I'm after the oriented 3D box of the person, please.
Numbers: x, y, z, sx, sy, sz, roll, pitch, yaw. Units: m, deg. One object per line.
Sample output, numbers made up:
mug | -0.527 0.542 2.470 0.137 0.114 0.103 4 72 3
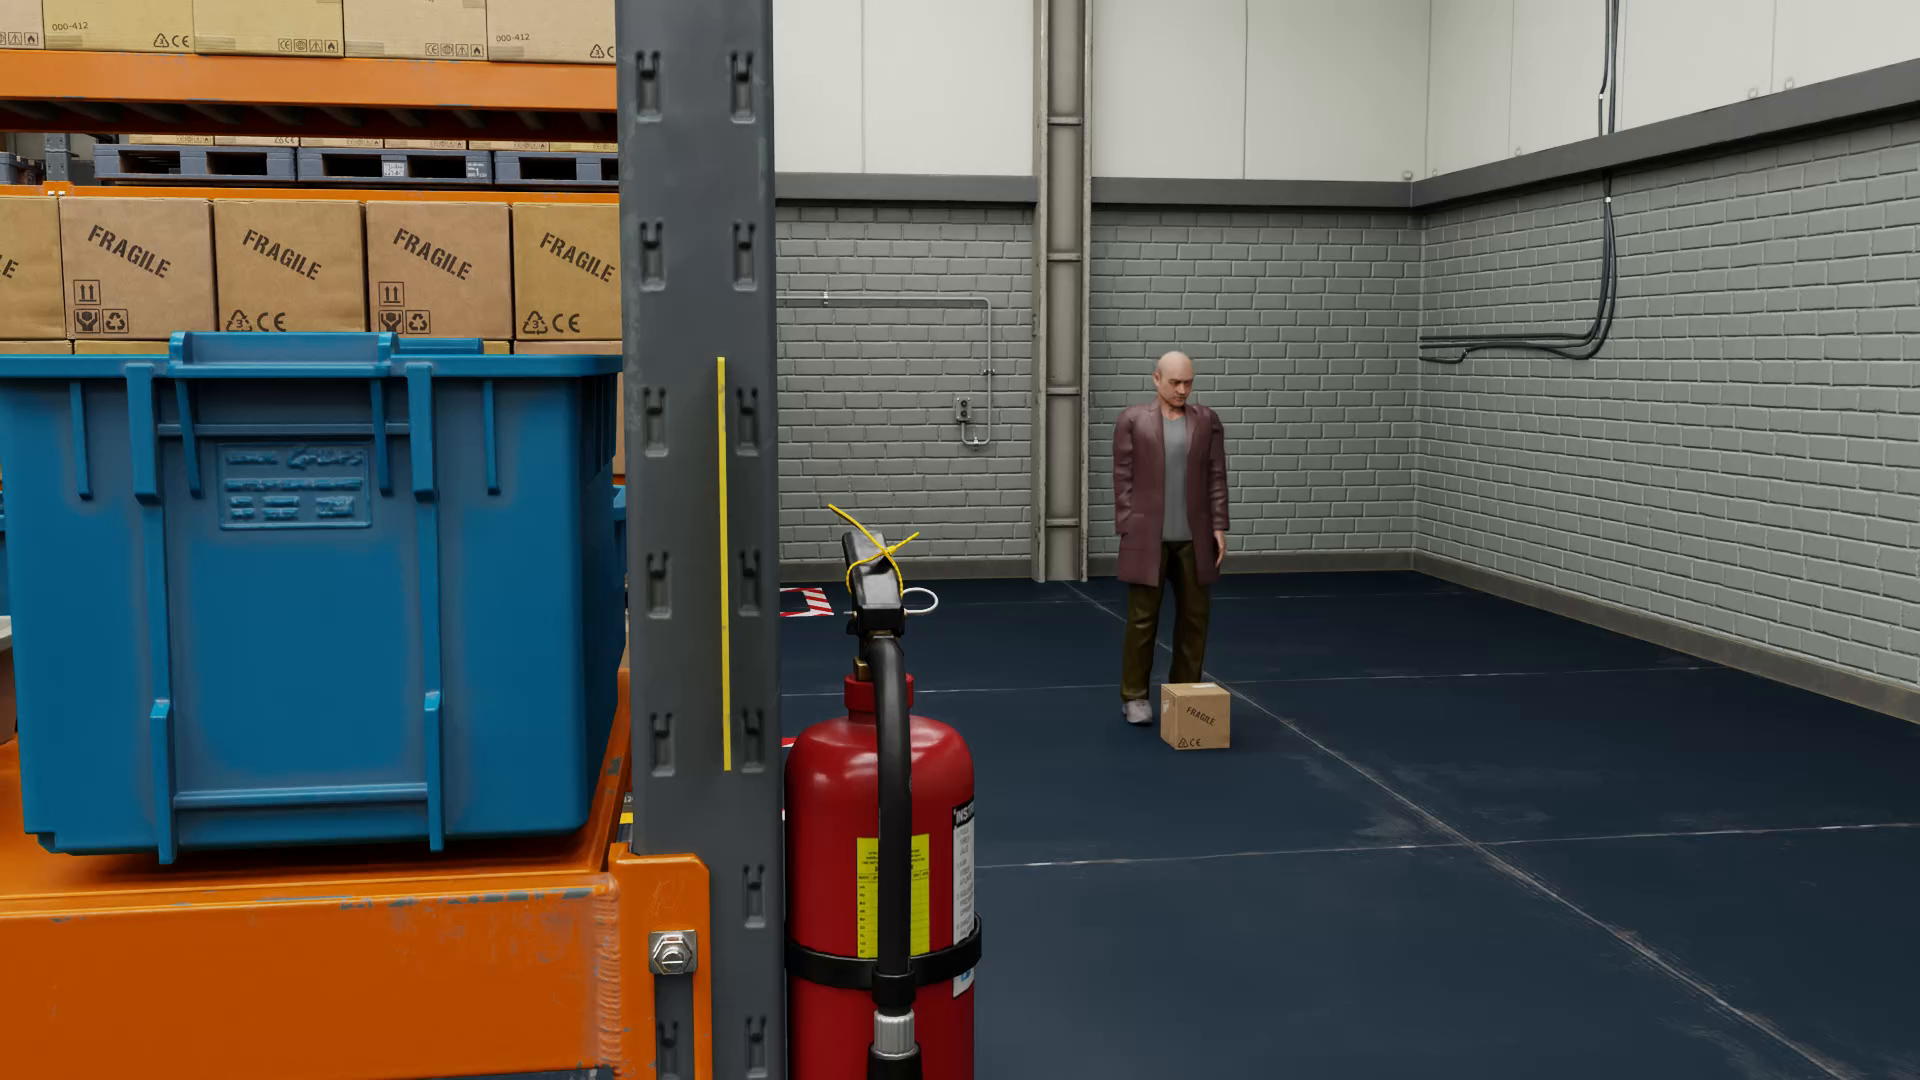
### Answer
person | 1.016 -0.015 7.957 0.562 1.772 0.377 -1 6 -8
